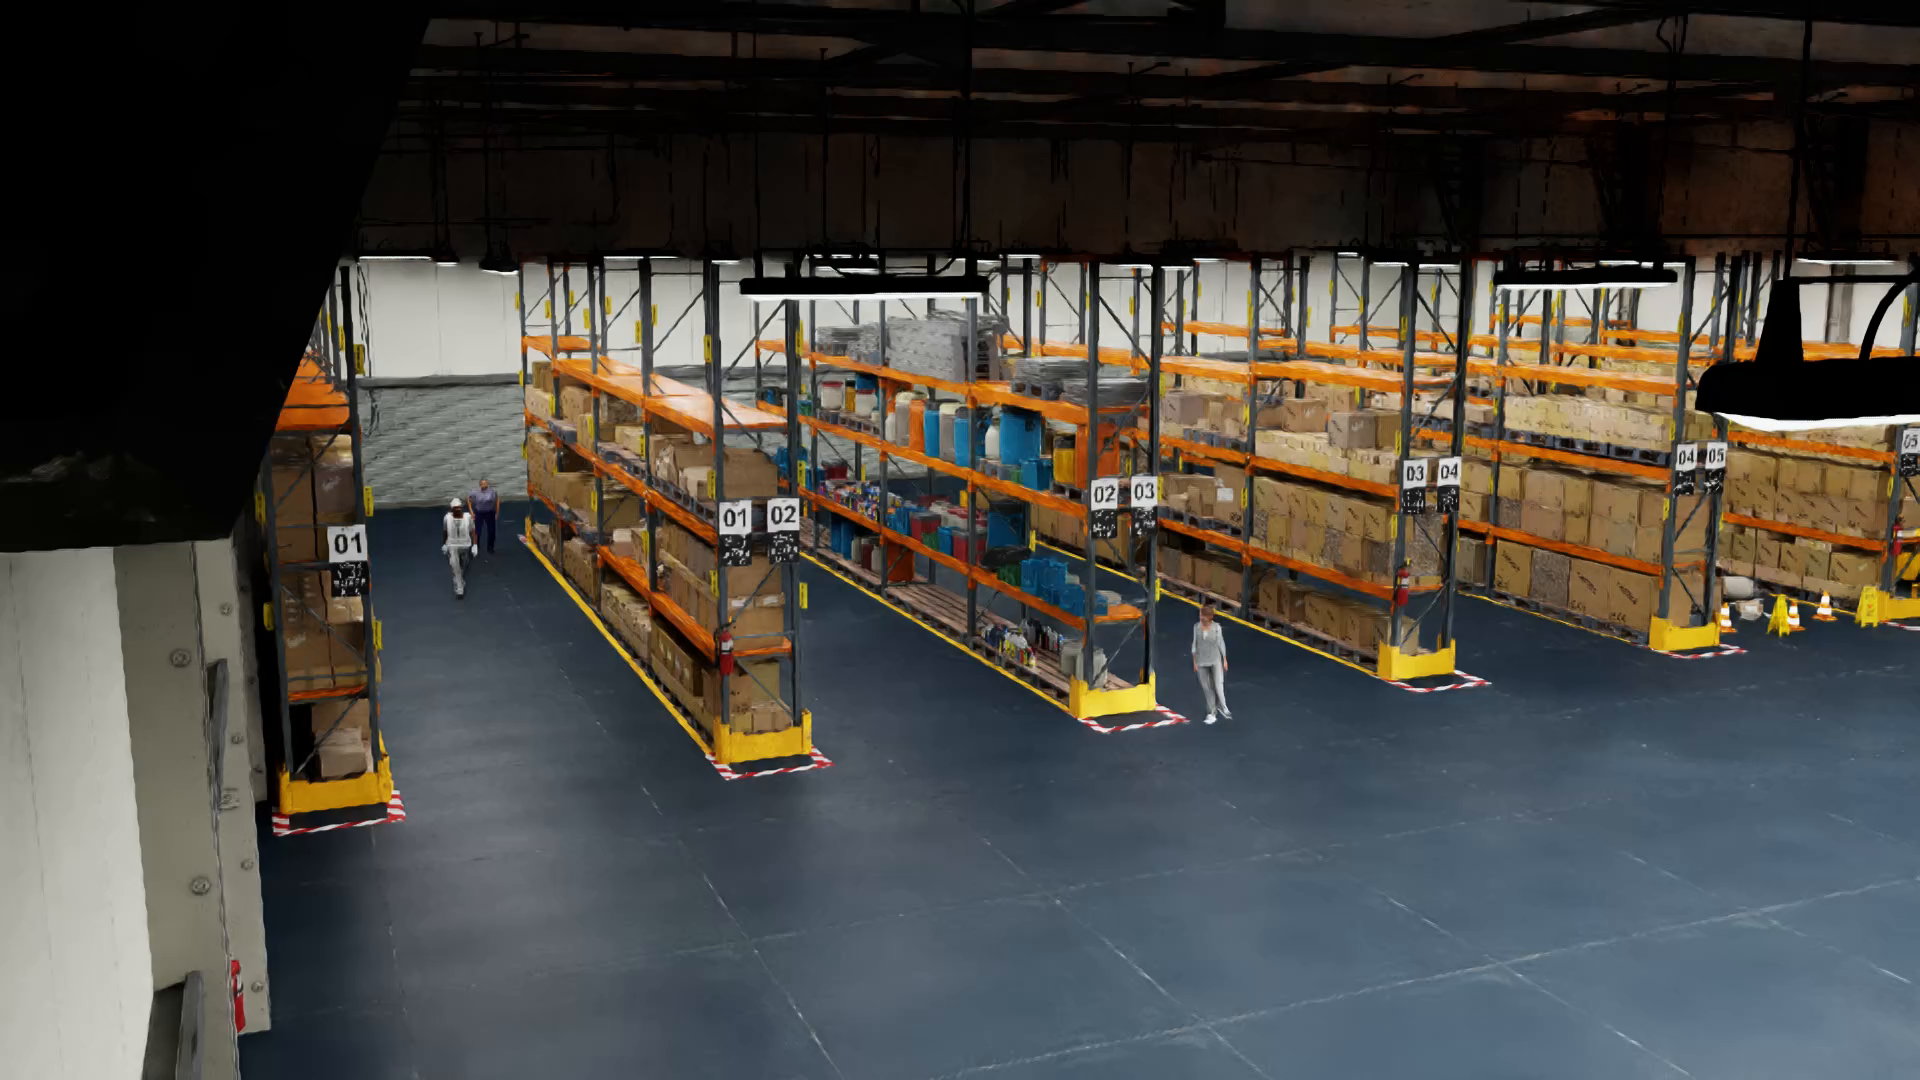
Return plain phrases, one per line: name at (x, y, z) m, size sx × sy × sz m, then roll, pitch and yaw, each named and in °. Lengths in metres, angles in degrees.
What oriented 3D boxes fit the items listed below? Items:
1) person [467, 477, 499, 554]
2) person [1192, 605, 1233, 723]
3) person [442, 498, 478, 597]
person at (-9.557, -0.500, 33.382) m, size 0.625 × 1.596 × 0.510 m, roll -5°, pitch 11°, yaw -24°
person at (3.314, 1.615, 21.793) m, size 0.543 × 1.585 × 0.424 m, roll 4°, pitch 11°, yaw 22°
person at (-8.912, 0.105, 29.655) m, size 0.577 × 1.733 × 1.042 m, roll -4°, pitch 11°, yaw -23°
